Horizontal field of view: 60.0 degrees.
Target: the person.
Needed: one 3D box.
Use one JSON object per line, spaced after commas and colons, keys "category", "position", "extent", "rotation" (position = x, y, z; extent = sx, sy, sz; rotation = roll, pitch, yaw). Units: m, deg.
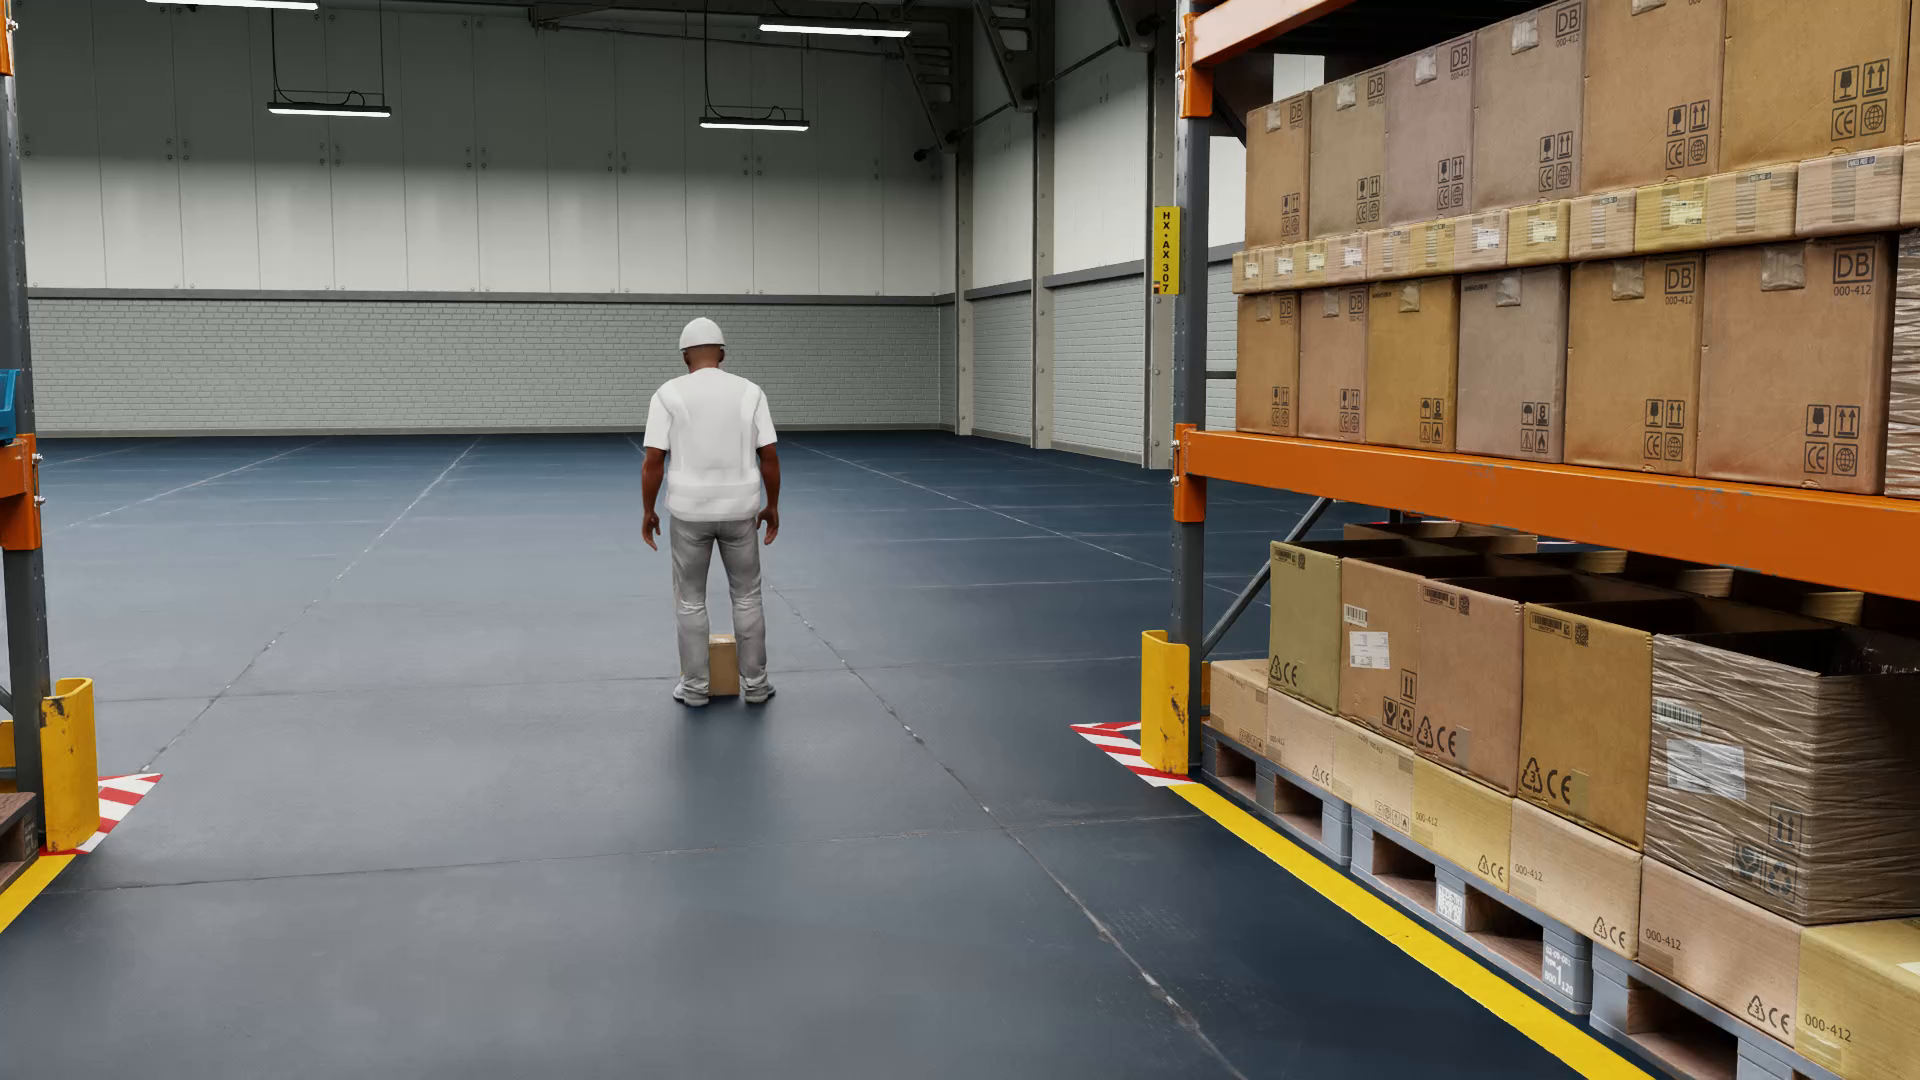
{"category": "person", "position": [-1.136, -0.132, 7.607], "extent": [0.636, 1.761, 0.454], "rotation": [-2, 6, -16]}
